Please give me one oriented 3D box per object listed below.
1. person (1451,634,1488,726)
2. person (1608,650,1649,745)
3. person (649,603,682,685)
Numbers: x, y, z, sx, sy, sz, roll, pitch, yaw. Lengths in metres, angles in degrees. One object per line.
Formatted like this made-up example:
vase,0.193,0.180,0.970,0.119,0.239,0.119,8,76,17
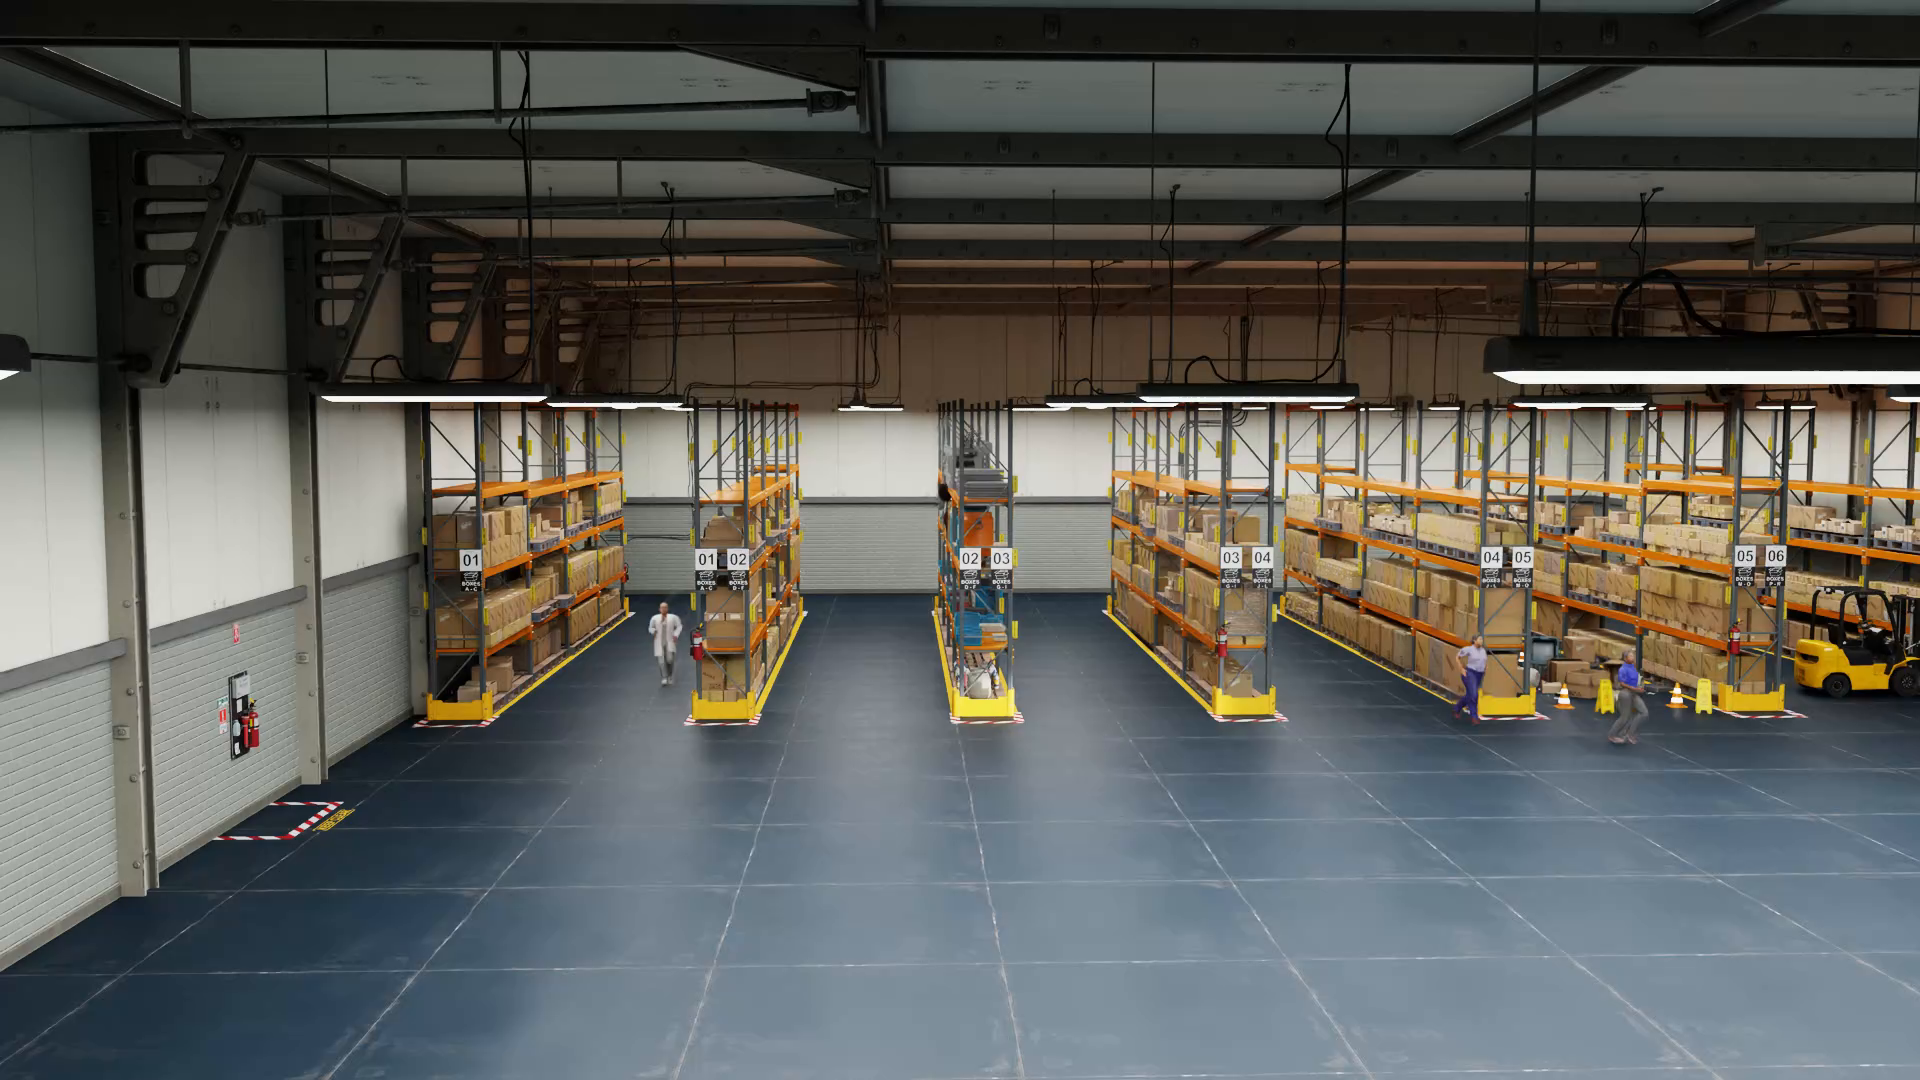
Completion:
person,9.529,2.575,30.873,0.601,1.667,0.792,-3,5,-34
person,11.579,2.730,28.773,0.581,1.651,0.656,-4,6,-41
person,-6.195,2.195,34.912,0.686,1.752,0.690,0,4,-6
